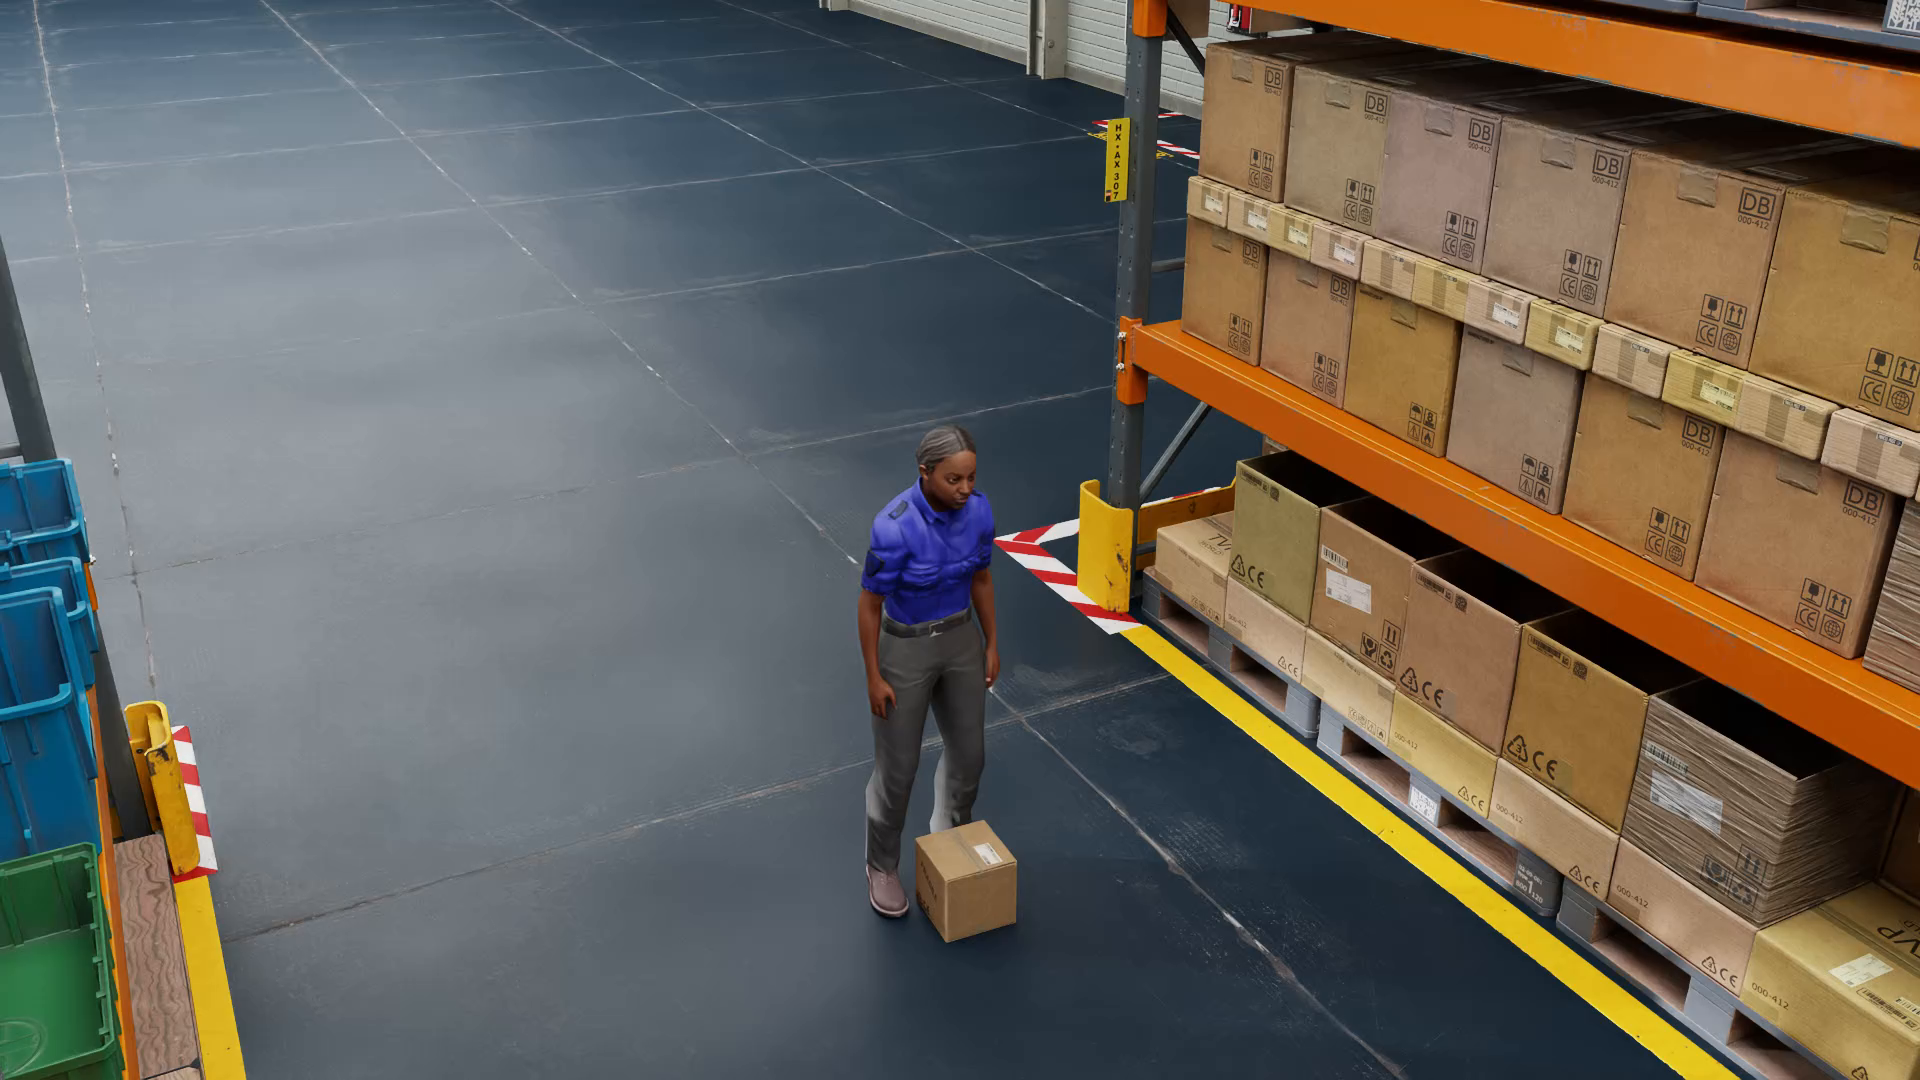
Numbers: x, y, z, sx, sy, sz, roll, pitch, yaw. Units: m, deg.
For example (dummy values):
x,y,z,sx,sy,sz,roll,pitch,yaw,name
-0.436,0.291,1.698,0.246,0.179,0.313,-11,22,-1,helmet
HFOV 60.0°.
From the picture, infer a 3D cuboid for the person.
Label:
x,y,z,sx,sy,sz,roll,pitch,yaw,name
-0.099,0.389,5.308,0.527,1.653,0.350,-15,29,-28,person
